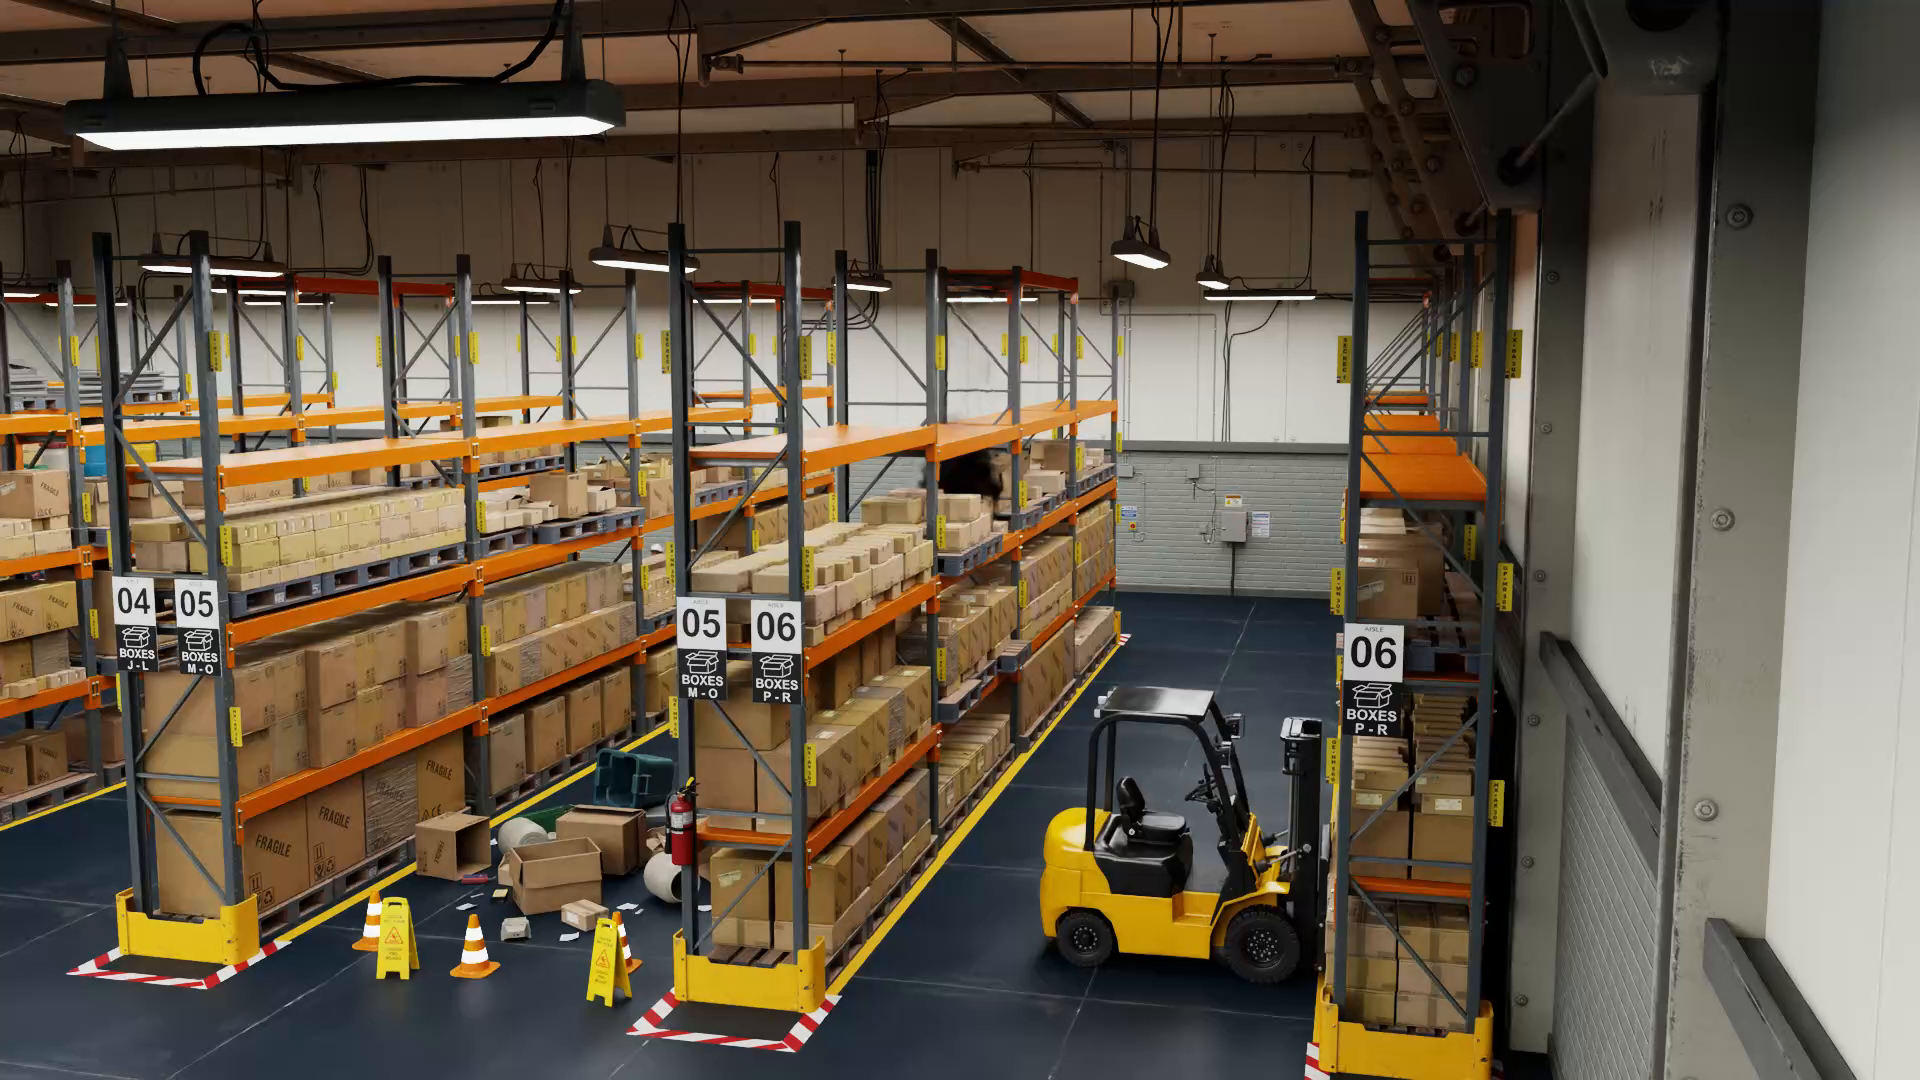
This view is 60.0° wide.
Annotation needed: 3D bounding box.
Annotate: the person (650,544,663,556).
[{"bbox_3d":[-4.921,0.975,27.119,0.704,1.851,0.796,1,7,11],"label":"person"}]
